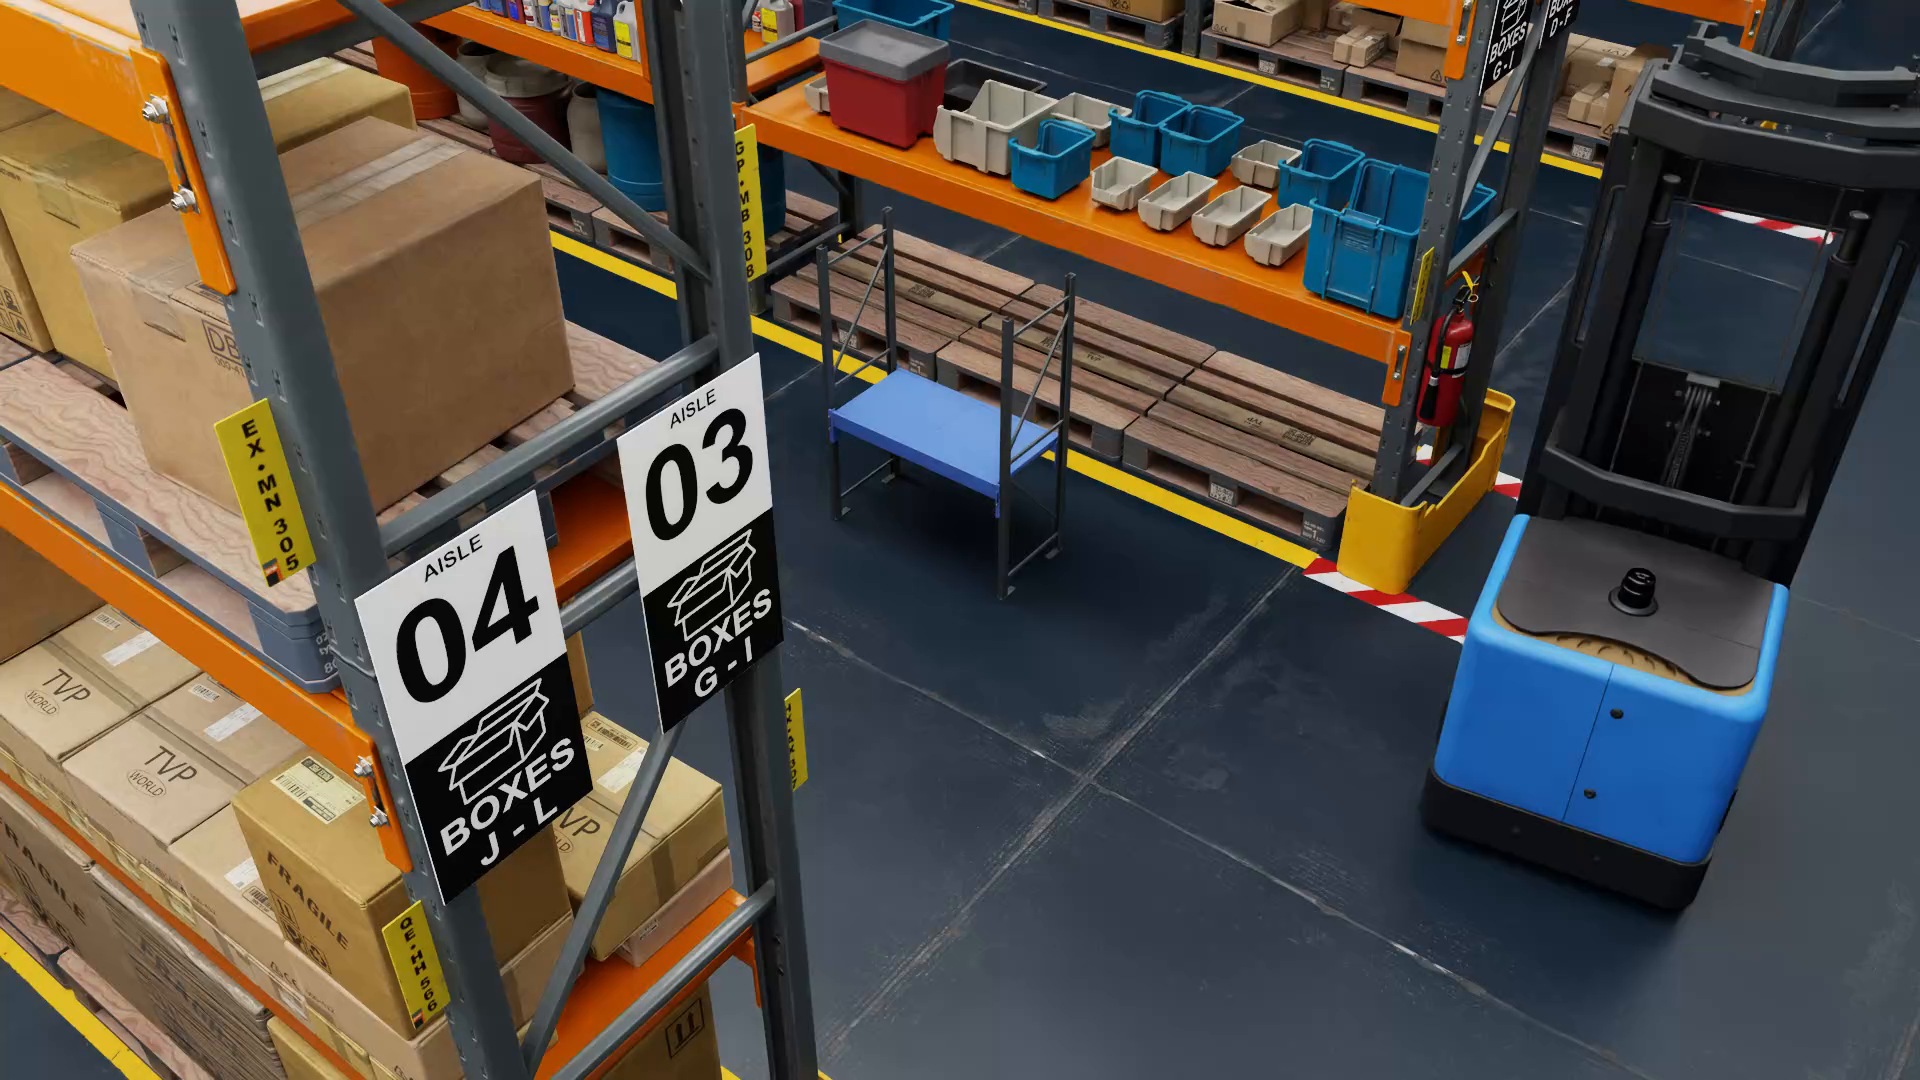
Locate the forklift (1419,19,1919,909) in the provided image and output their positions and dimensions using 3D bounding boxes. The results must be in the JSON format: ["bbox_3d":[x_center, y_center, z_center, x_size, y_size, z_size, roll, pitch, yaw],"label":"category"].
[{"bbox_3d":[2.953,-0.671,6.590,1.130,2.935,3.031,18,41,21],"label":"forklift"}]

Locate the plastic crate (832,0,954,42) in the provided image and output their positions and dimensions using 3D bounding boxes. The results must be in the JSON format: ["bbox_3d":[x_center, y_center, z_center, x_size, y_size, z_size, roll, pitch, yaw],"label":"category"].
[{"bbox_3d":[-0.364,-2.768,9.177,0.575,0.384,0.392,25,45,29],"label":"plastic crate"}]

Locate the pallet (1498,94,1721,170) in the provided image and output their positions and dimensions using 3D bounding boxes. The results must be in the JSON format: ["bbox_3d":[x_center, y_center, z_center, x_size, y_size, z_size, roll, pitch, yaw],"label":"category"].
[{"bbox_3d":[4.553,-2.913,11.660,1.213,0.211,1.003,25,45,29],"label":"pallet"}]

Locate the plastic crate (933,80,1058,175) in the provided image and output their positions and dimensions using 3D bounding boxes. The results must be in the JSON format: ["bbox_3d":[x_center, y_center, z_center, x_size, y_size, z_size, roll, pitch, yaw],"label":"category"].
[{"bbox_3d":[0.159,-2.073,8.373,0.530,0.282,0.437,25,45,29],"label":"plastic crate"}]

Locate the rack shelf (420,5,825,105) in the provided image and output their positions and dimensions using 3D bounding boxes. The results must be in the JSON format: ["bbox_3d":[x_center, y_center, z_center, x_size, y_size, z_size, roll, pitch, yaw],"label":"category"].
[{"bbox_3d":[-2.531,-3.224,10.379,4.000,0.370,1.077,25,45,29],"label":"rack shelf"}]

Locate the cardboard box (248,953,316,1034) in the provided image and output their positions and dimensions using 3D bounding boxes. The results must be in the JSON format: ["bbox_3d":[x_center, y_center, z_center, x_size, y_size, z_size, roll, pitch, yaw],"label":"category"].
[{"bbox_3d":[-1.664,1.100,4.476,0.250,0.149,0.380,25,45,29],"label":"cardboard box"}]

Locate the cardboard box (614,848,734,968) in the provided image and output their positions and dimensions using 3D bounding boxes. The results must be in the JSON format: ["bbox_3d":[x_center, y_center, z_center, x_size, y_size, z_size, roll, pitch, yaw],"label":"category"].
[{"bbox_3d":[-0.856,0.969,4.643,0.250,0.149,0.380,26,45,29],"label":"cardboard box"}]

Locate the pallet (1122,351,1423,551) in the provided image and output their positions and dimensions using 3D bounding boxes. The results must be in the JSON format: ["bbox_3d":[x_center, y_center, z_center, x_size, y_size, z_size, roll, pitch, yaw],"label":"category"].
[{"bbox_3d":[1.603,-0.490,8.566,1.213,0.211,1.003,25,45,29],"label":"pallet"}]

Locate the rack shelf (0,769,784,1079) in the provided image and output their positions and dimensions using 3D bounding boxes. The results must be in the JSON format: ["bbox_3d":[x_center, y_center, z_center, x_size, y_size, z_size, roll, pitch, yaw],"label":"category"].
[{"bbox_3d":[-2.363,0.699,5.368,4.000,0.370,1.077,25,45,29],"label":"rack shelf"}]

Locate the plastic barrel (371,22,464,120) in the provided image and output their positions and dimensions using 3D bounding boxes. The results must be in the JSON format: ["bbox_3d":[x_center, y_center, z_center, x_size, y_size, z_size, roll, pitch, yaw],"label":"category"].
[{"bbox_3d":[-3.721,-3.392,11.430,0.708,0.830,0.600,25,45,29],"label":"plastic barrel"}]

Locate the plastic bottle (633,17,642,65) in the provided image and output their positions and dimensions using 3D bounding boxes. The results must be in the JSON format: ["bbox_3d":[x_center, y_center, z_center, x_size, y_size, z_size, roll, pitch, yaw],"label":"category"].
[{"bbox_3d":[-1.742,-2.836,9.400,0.135,0.276,0.152,25,45,29],"label":"plastic bottle"}]

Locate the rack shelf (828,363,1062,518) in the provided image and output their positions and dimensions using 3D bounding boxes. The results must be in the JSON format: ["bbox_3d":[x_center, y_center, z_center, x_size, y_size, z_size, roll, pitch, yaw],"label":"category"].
[{"bbox_3d":[-0.068,-0.481,7.800,1.000,0.185,0.538,25,45,29],"label":"rack shelf"}]

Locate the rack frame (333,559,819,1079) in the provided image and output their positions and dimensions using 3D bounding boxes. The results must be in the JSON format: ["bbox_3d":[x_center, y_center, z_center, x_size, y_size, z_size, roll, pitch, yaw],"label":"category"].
[{"bbox_3d":[-0.774,1.165,4.189,0.127,3.000,1.000,25,45,29],"label":"rack frame"}]

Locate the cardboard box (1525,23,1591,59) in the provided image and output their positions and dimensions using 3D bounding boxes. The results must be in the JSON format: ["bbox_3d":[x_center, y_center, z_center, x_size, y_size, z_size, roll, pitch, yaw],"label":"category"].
[{"bbox_3d":[4.193,-3.492,12.011,0.500,0.250,0.500,25,45,29],"label":"cardboard box"}]

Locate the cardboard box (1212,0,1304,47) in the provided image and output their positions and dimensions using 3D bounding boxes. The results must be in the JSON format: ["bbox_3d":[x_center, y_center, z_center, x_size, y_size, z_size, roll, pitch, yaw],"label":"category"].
[{"bbox_3d":[2.272,-4.034,12.654,0.500,0.311,0.500,25,45,29],"label":"cardboard box"}]

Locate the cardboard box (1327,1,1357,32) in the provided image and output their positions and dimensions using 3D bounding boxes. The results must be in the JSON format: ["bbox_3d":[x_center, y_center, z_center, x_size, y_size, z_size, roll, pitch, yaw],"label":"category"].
[{"bbox_3d":[3.029,-4.048,12.803,0.250,0.149,0.380,25,45,29],"label":"cardboard box"}]

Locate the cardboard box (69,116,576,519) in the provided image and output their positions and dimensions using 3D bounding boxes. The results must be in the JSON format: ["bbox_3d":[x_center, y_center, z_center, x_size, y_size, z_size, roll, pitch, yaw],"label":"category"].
[{"bbox_3d":[-1.220,-0.429,3.289,0.500,0.500,0.700,23,43,26],"label":"cardboard box"}]

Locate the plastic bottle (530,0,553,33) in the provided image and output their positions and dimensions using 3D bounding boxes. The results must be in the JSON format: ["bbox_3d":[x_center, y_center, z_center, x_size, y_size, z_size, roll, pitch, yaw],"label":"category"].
[{"bbox_3d":[-2.434,-3.162,9.816,0.135,0.276,0.152,25,45,29],"label":"plastic bottle"}]

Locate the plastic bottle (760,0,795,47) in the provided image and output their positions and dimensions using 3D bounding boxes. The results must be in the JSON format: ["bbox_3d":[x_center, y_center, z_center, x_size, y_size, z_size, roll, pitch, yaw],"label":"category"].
[{"bbox_3d":[-1.057,-3.045,9.606,0.185,0.351,0.144,25,45,29],"label":"plastic bottle"}]

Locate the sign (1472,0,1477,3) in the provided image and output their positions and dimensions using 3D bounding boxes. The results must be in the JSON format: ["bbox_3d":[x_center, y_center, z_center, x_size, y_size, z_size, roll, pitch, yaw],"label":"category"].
[{"bbox_3d":[1.914,-2.125,6.043,0.005,0.325,0.100,25,45,29],"label":"sign"}]

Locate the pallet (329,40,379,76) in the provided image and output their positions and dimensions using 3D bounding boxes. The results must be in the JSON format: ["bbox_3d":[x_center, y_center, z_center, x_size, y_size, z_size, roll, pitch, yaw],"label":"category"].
[{"bbox_3d":[-4.711,-3.468,12.368,1.213,0.211,1.003,25,45,29],"label":"pallet"}]

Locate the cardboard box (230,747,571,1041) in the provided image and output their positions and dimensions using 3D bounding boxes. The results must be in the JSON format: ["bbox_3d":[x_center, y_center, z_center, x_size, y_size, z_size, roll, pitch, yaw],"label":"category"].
[{"bbox_3d":[-1.321,0.758,3.982,0.500,0.500,0.500,26,45,29],"label":"cardboard box"}]

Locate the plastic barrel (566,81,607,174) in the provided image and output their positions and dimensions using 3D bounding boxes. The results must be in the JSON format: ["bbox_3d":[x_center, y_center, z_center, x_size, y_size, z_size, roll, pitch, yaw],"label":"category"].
[{"bbox_3d":[-2.321,-2.677,10.774,0.421,0.512,0.421,0,38,0],"label":"plastic barrel"}]

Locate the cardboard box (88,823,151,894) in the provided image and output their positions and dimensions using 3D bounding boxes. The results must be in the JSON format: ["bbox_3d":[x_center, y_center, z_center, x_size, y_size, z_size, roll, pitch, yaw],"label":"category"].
[{"bbox_3d":[-2.275,0.813,4.843,0.250,0.149,0.380,25,45,29],"label":"cardboard box"}]

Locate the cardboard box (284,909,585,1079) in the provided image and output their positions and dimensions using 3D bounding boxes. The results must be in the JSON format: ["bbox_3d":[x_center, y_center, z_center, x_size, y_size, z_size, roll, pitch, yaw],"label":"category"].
[{"bbox_3d":[-1.320,1.055,4.210,0.500,0.250,0.500,25,44,28],"label":"cardboard box"}]

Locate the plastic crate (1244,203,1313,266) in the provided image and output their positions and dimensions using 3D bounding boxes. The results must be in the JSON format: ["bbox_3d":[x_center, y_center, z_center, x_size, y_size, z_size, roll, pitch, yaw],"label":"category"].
[{"bbox_3d":[1.477,-1.397,7.627,0.243,0.136,0.396,25,45,29],"label":"plastic crate"}]

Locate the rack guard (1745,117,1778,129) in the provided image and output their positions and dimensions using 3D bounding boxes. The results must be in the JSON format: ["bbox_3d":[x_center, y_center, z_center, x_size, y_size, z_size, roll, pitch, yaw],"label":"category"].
[{"bbox_3d":[5.187,-2.729,11.190,0.348,0.500,1.175,25,45,29],"label":"rack guard"}]

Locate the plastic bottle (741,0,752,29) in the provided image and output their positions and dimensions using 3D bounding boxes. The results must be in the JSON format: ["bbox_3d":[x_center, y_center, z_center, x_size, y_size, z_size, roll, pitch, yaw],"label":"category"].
[{"bbox_3d":[-1.260,-3.175,9.837,0.097,0.271,0.097,0,38,0],"label":"plastic bottle"}]

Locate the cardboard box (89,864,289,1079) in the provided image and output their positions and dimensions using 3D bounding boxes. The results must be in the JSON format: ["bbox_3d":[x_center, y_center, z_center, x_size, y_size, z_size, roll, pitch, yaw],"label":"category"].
[{"bbox_3d":[-2.054,1.295,5.406,0.875,0.875,0.875,25,45,29],"label":"cardboard box"}]

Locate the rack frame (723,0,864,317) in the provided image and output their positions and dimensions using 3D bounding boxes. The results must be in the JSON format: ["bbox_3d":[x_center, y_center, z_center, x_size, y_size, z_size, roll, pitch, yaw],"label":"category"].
[{"bbox_3d":[-0.942,-2.758,9.201,0.127,3.000,1.000,25,45,29],"label":"rack frame"}]

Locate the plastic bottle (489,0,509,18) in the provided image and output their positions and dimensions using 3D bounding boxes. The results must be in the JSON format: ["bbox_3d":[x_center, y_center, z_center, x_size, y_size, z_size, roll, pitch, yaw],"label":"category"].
[{"bbox_3d":[-2.746,-3.335,9.978,0.185,0.351,0.144,25,45,29],"label":"plastic bottle"}]

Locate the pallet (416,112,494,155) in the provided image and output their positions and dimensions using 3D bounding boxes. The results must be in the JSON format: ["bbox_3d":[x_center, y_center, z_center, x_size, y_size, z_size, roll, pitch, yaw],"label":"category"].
[{"bbox_3d":[-3.468,-2.884,11.623,1.213,0.211,1.003,25,45,29],"label":"pallet"}]

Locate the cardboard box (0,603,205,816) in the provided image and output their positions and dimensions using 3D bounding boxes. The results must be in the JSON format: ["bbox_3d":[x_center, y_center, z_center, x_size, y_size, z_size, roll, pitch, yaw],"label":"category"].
[{"bbox_3d":[-2.543,0.482,4.943,0.500,0.250,0.500,25,45,29],"label":"cardboard box"}]

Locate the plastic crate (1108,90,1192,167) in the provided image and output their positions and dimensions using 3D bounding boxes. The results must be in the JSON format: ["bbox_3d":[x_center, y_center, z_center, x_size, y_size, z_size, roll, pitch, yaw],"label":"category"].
[{"bbox_3d":[0.955,-2.077,8.418,0.300,0.233,0.416,25,45,29],"label":"plastic crate"}]

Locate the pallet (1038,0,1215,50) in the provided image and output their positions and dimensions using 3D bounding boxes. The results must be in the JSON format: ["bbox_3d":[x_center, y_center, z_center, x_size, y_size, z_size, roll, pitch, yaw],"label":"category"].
[{"bbox_3d":[1.401,-4.370,13.522,1.213,0.211,1.003,25,45,29],"label":"pallet"}]

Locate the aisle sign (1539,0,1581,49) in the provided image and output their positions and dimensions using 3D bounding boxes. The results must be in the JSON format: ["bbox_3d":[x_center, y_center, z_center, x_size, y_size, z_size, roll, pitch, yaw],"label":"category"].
[{"bbox_3d":[2.473,-2.402,6.637,0.004,0.787,0.394,25,45,29],"label":"aisle sign"}]

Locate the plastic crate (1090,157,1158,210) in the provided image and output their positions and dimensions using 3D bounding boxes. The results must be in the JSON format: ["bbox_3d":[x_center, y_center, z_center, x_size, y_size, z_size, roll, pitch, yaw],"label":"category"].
[{"bbox_3d":[0.773,-1.707,8.022,0.250,0.136,0.298,25,45,29],"label":"plastic crate"}]

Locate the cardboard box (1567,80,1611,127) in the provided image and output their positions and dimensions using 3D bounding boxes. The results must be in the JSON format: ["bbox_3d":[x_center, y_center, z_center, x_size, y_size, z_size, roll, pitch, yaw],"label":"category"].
[{"bbox_3d":[4.399,-3.021,11.477,0.250,0.166,0.380,25,45,29],"label":"cardboard box"}]

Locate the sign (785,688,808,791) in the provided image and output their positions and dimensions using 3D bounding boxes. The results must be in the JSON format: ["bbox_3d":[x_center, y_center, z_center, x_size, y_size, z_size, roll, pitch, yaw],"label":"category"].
[{"bbox_3d":[-0.432,0.523,4.242,0.005,0.325,0.100,25,45,29],"label":"sign"}]

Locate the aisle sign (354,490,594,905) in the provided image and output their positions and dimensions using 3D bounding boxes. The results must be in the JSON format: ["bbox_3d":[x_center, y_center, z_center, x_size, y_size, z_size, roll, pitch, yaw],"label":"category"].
[{"bbox_3d":[-0.899,0.315,3.166,0.004,0.787,0.394,25,45,29],"label":"aisle sign"}]

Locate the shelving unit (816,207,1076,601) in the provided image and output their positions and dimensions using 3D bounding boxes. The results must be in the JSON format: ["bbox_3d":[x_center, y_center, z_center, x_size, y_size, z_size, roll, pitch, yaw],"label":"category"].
[{"bbox_3d":[-0.068,-0.622,7.689,1.048,1.500,0.538,25,45,29],"label":"shelving unit"}]

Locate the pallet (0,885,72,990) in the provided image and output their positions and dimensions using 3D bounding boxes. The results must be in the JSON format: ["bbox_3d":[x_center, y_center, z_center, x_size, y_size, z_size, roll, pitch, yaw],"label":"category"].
[{"bbox_3d":[-3.395,1.088,6.550,1.213,0.211,1.003,25,45,29],"label":"pallet"}]

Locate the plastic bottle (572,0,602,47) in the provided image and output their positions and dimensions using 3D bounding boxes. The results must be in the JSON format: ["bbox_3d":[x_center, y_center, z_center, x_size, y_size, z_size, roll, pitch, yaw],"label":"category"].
[{"bbox_3d":[-2.142,-3.024,9.641,0.135,0.276,0.152,25,45,29],"label":"plastic bottle"}]

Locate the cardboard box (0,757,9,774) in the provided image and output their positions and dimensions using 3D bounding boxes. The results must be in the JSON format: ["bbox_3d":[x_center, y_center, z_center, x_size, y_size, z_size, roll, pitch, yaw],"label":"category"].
[{"bbox_3d":[-2.889,0.525,5.211,0.250,0.149,0.380,26,45,29],"label":"cardboard box"}]

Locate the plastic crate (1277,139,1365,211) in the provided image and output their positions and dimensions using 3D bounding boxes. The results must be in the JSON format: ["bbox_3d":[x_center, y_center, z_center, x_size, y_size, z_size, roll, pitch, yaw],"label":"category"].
[{"bbox_3d":[1.716,-1.718,7.959,0.300,0.233,0.416,25,45,29],"label":"plastic crate"}]
